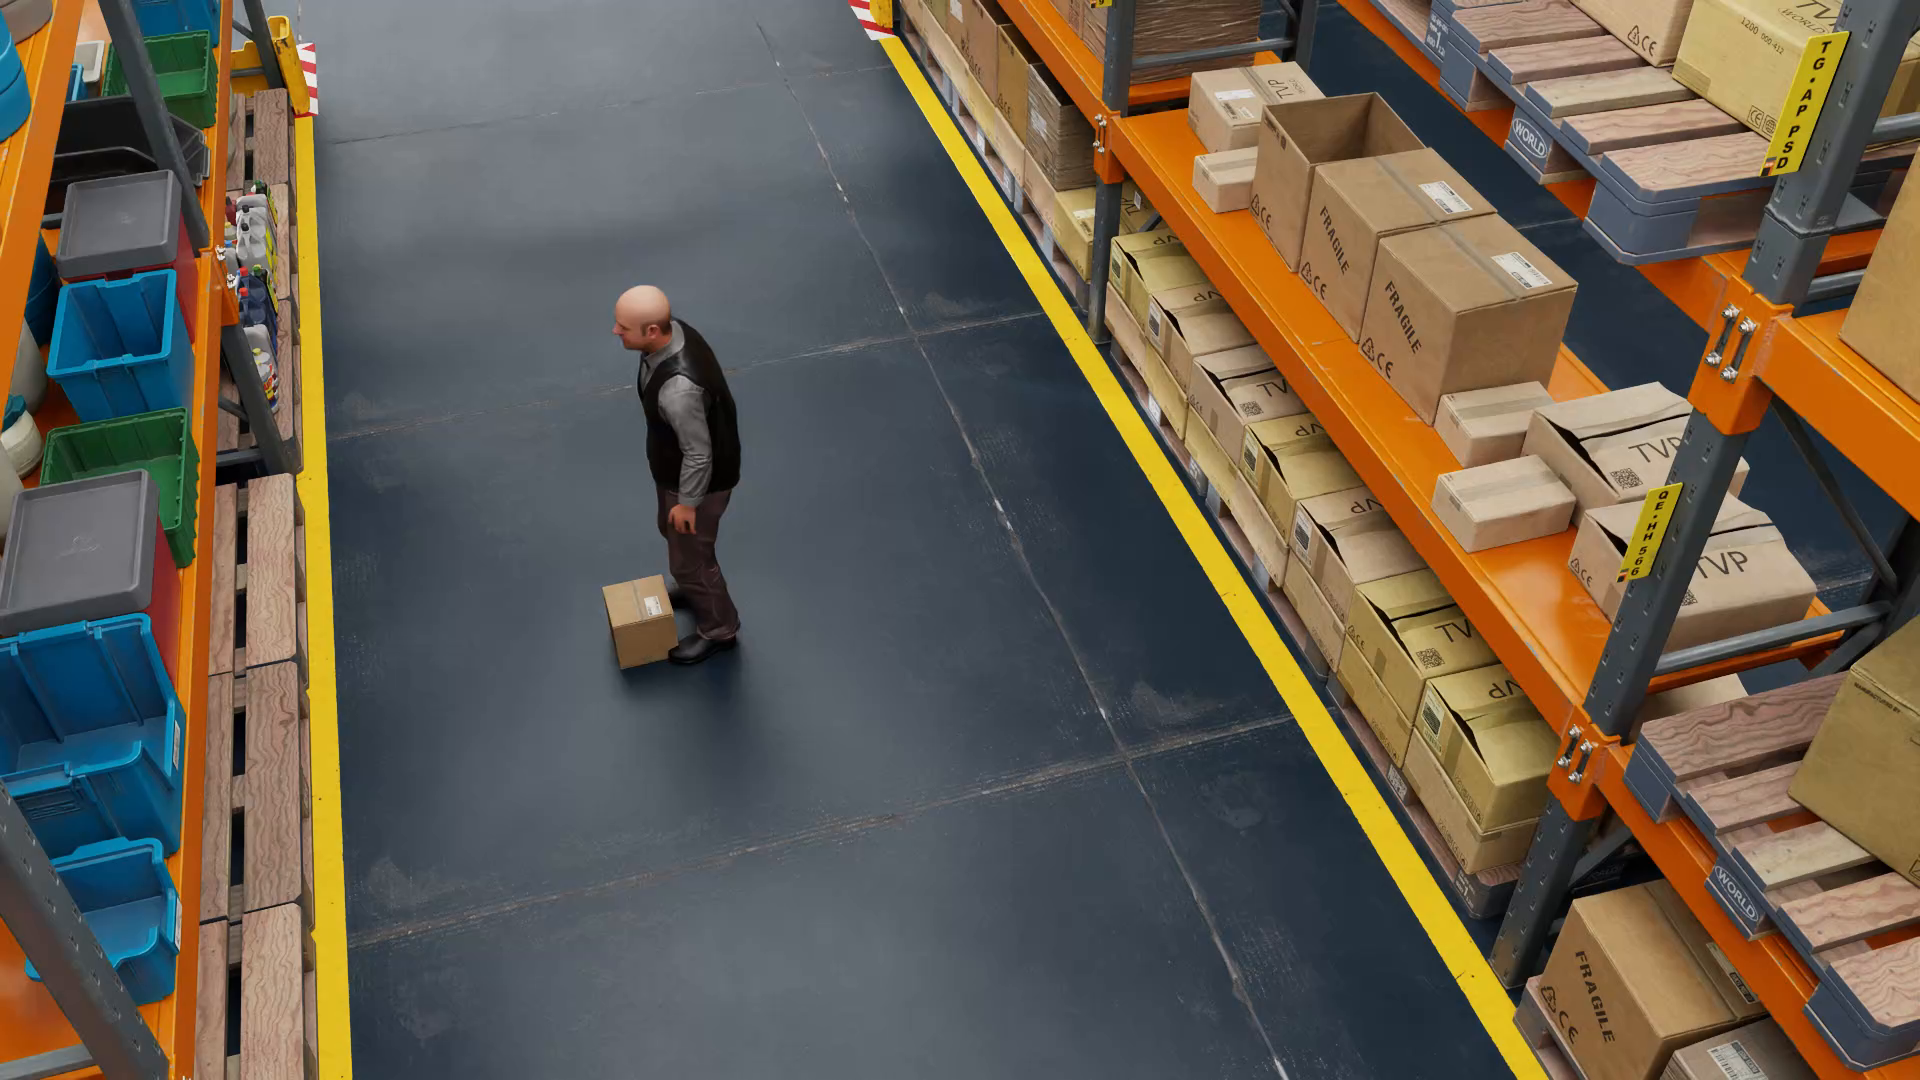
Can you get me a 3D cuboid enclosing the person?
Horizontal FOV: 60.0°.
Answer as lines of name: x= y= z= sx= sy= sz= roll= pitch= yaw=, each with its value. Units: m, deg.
person: x=-1.059 y=-0.273 z=6.481 sx=0.420 sy=1.721 sz=0.581 roll=-12 pitch=43 yaw=-13
